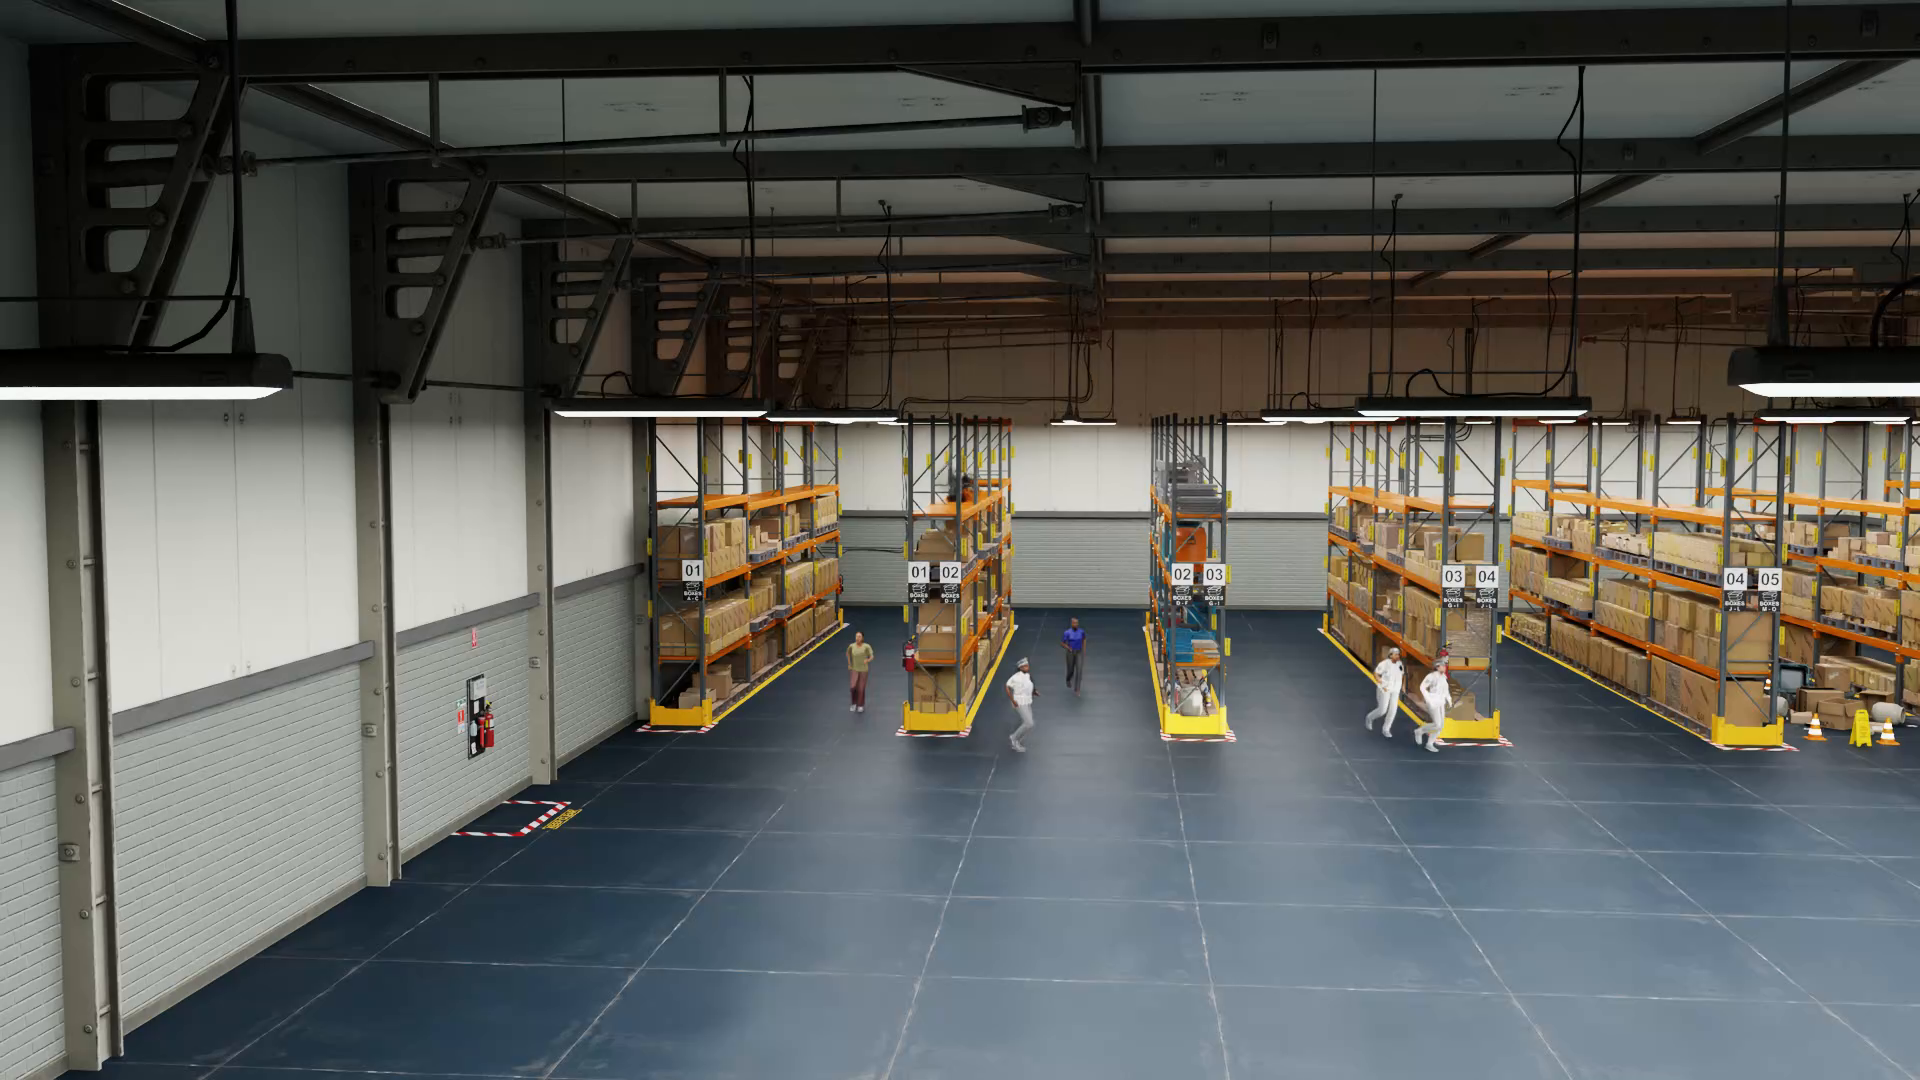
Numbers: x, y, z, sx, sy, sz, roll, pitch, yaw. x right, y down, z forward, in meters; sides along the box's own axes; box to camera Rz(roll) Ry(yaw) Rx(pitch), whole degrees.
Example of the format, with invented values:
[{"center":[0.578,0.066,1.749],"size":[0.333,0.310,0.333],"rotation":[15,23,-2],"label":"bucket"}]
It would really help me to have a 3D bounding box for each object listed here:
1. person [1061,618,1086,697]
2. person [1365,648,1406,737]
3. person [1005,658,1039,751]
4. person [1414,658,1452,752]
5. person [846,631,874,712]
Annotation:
[{"center":[2.451,2.490,35.691],"size":[0.587,1.655,0.902],"rotation":[-1,4,-7],"label":"person"},{"center":[8.036,2.824,31.143],"size":[0.694,1.632,0.673],"rotation":[-1,4,-16],"label":"person"},{"center":[1.129,2.902,29.332],"size":[0.546,1.670,0.628],"rotation":[3,5,33],"label":"person"},{"center":[8.480,2.918,29.668],"size":[0.645,1.656,0.525],"rotation":[-3,5,-37],"label":"person"},{"center":[-2.010,2.638,33.339],"size":[0.581,1.646,0.623],"rotation":[0,4,2],"label":"person"}]
